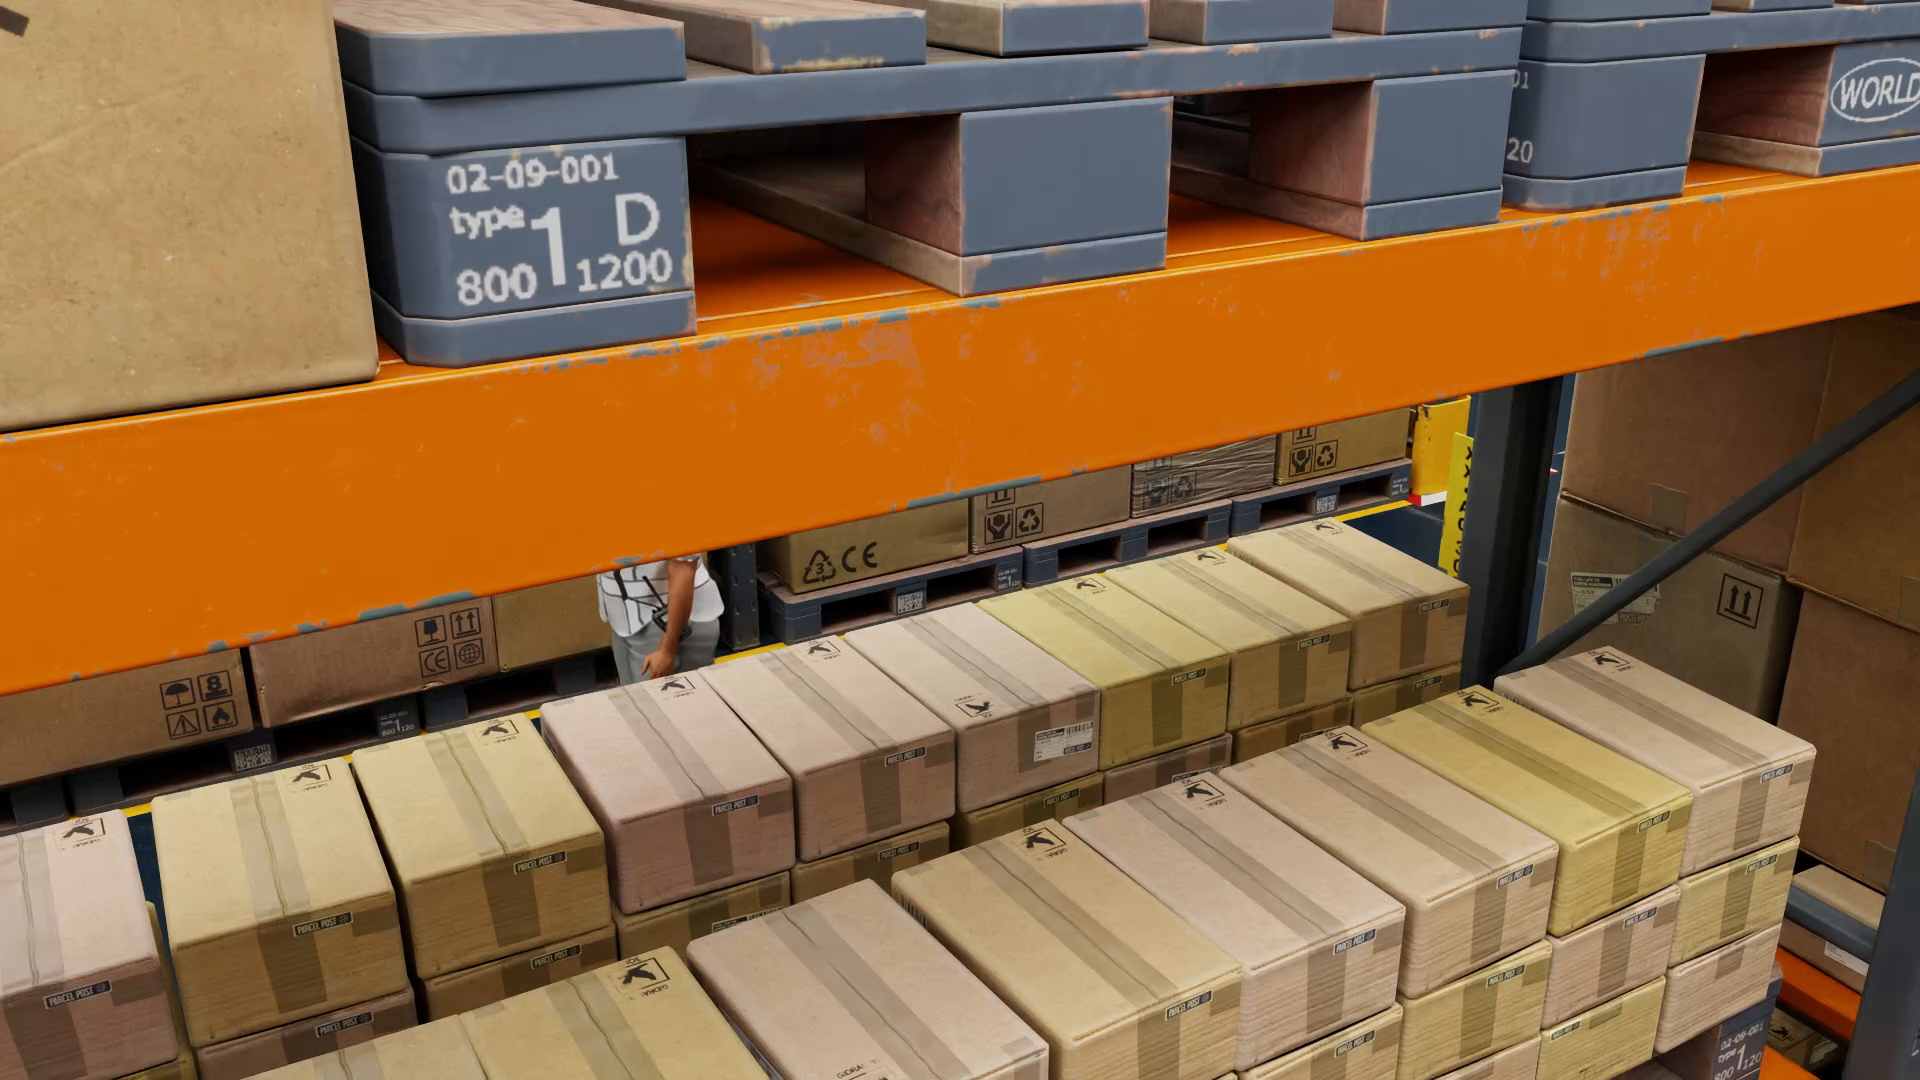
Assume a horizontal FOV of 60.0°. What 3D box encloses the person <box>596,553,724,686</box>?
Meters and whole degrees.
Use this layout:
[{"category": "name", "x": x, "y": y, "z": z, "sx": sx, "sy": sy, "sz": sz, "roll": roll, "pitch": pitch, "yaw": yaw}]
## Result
[{"category": "person", "x": -0.980, "y": 0.313, "z": 5.403, "sx": 0.423, "sy": 1.737, "sz": 0.481, "roll": -12, "pitch": 25, "yaw": -27}]
